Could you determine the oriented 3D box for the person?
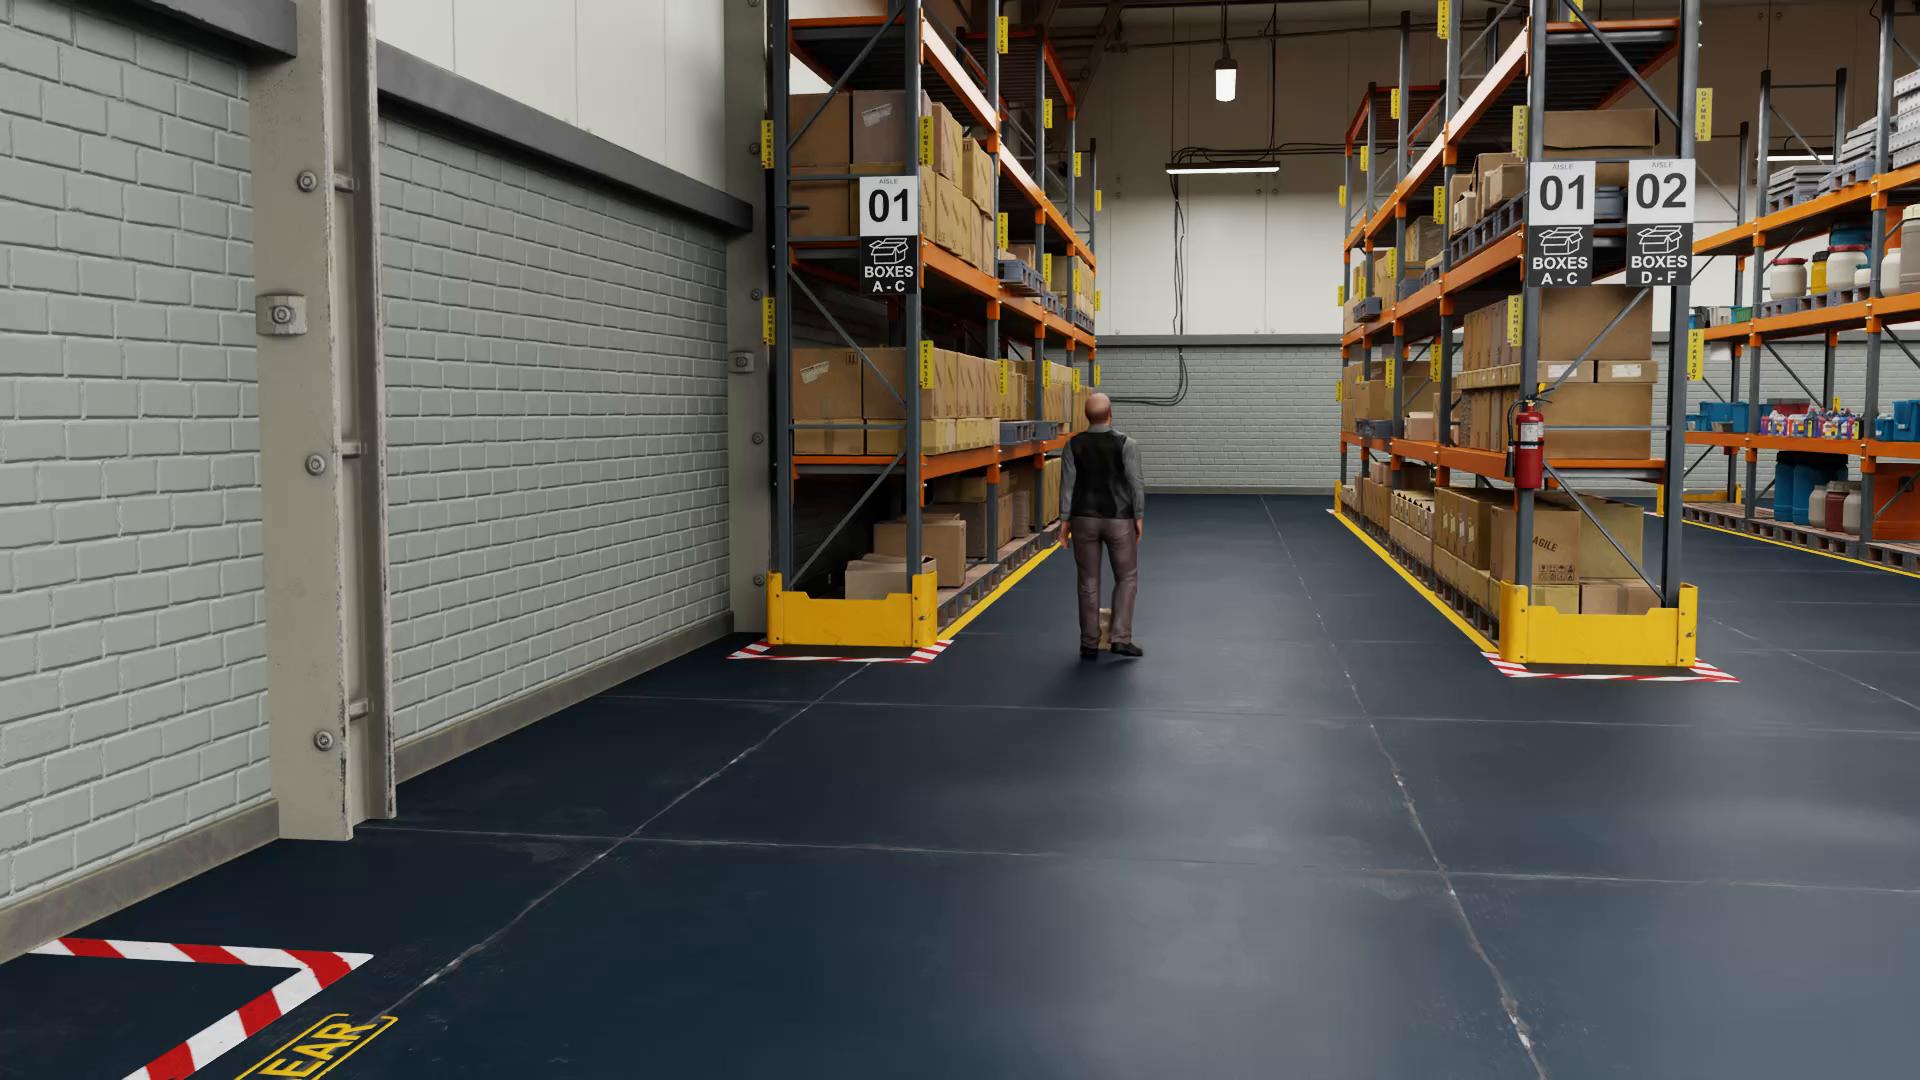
[{"bbox_3d":[0.928,-0.095,10.888,0.561,1.726,0.399,1,5,13],"label":"person"}]
